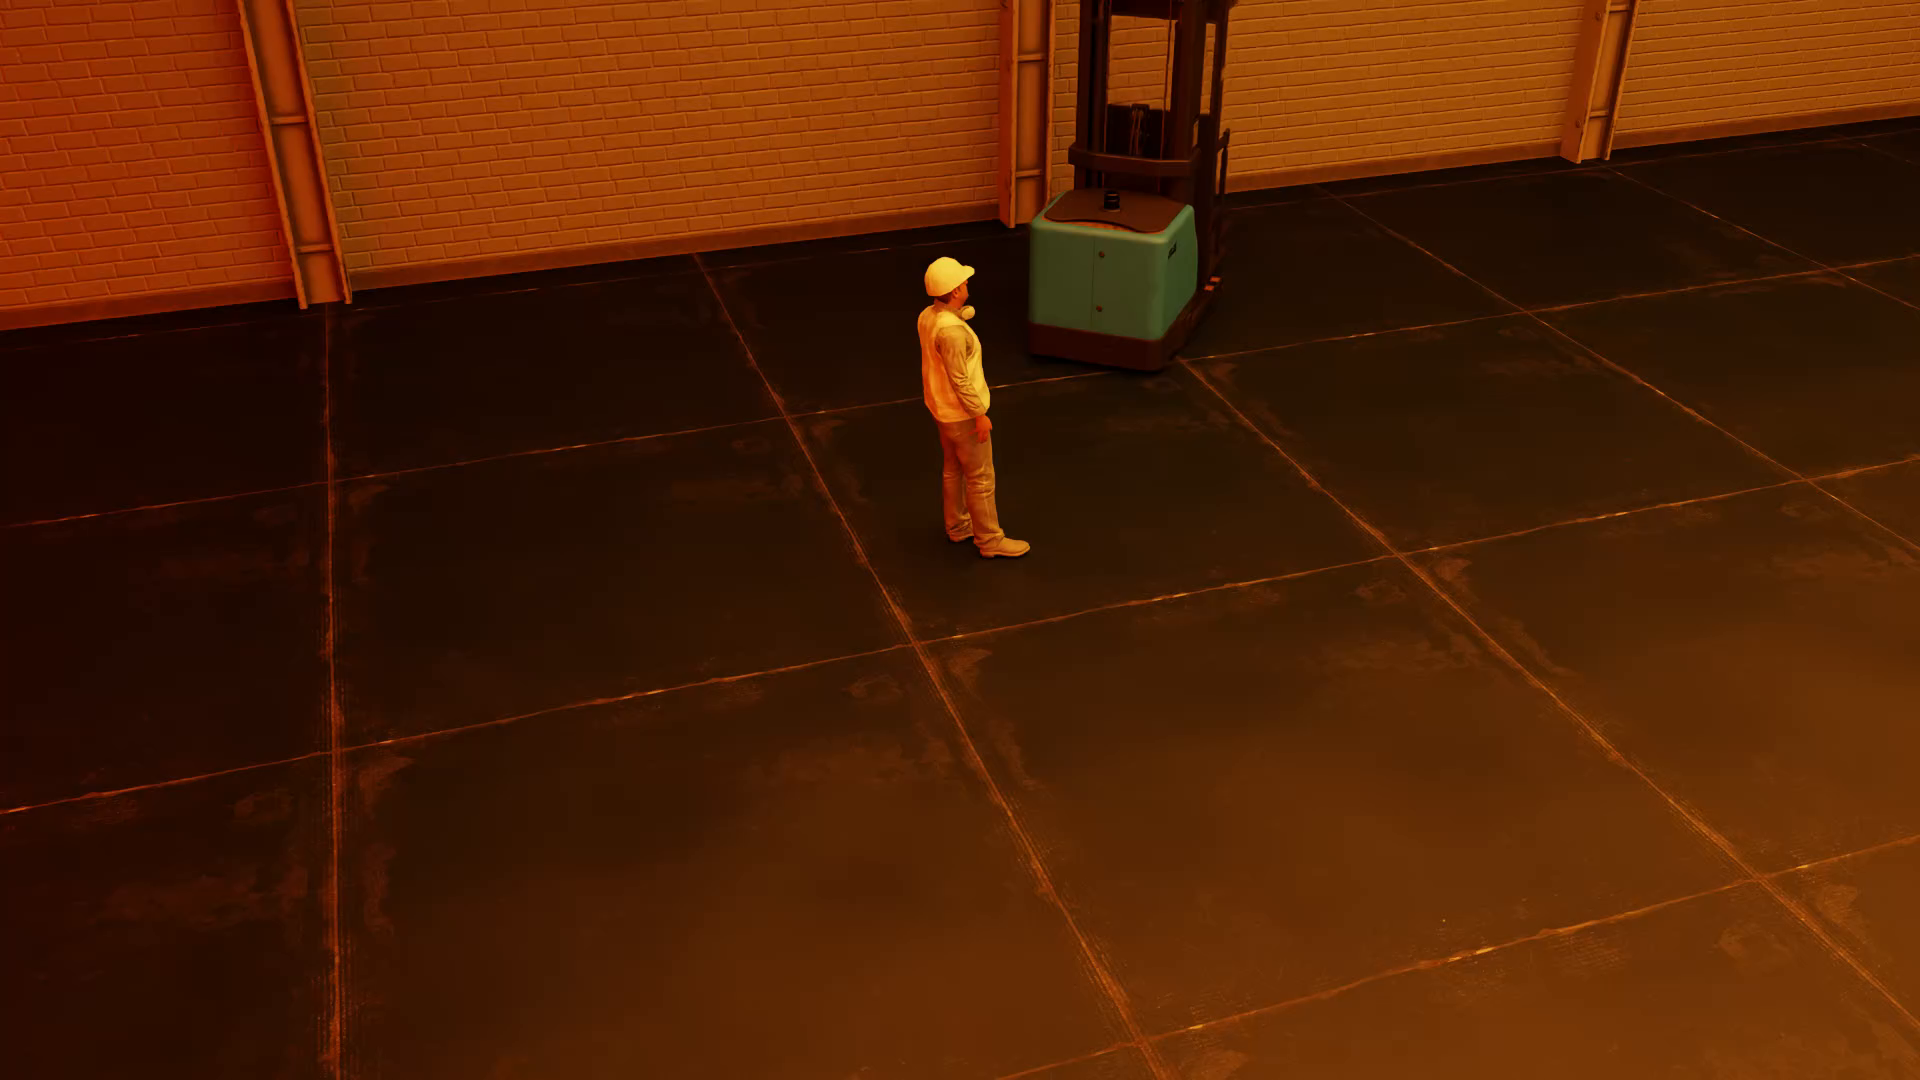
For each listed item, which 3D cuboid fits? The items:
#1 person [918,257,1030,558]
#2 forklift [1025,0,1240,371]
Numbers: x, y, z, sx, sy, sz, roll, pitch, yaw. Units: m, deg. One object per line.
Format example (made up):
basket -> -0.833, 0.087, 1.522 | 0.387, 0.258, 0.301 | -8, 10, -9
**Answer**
person -> 0.062, -0.781, 9.591 | 0.566, 1.775, 0.633 | -10, 31, -16
forklift -> 1.493, -3.205, 12.658 | 1.130, 2.935, 3.031 | 11, 32, 18
